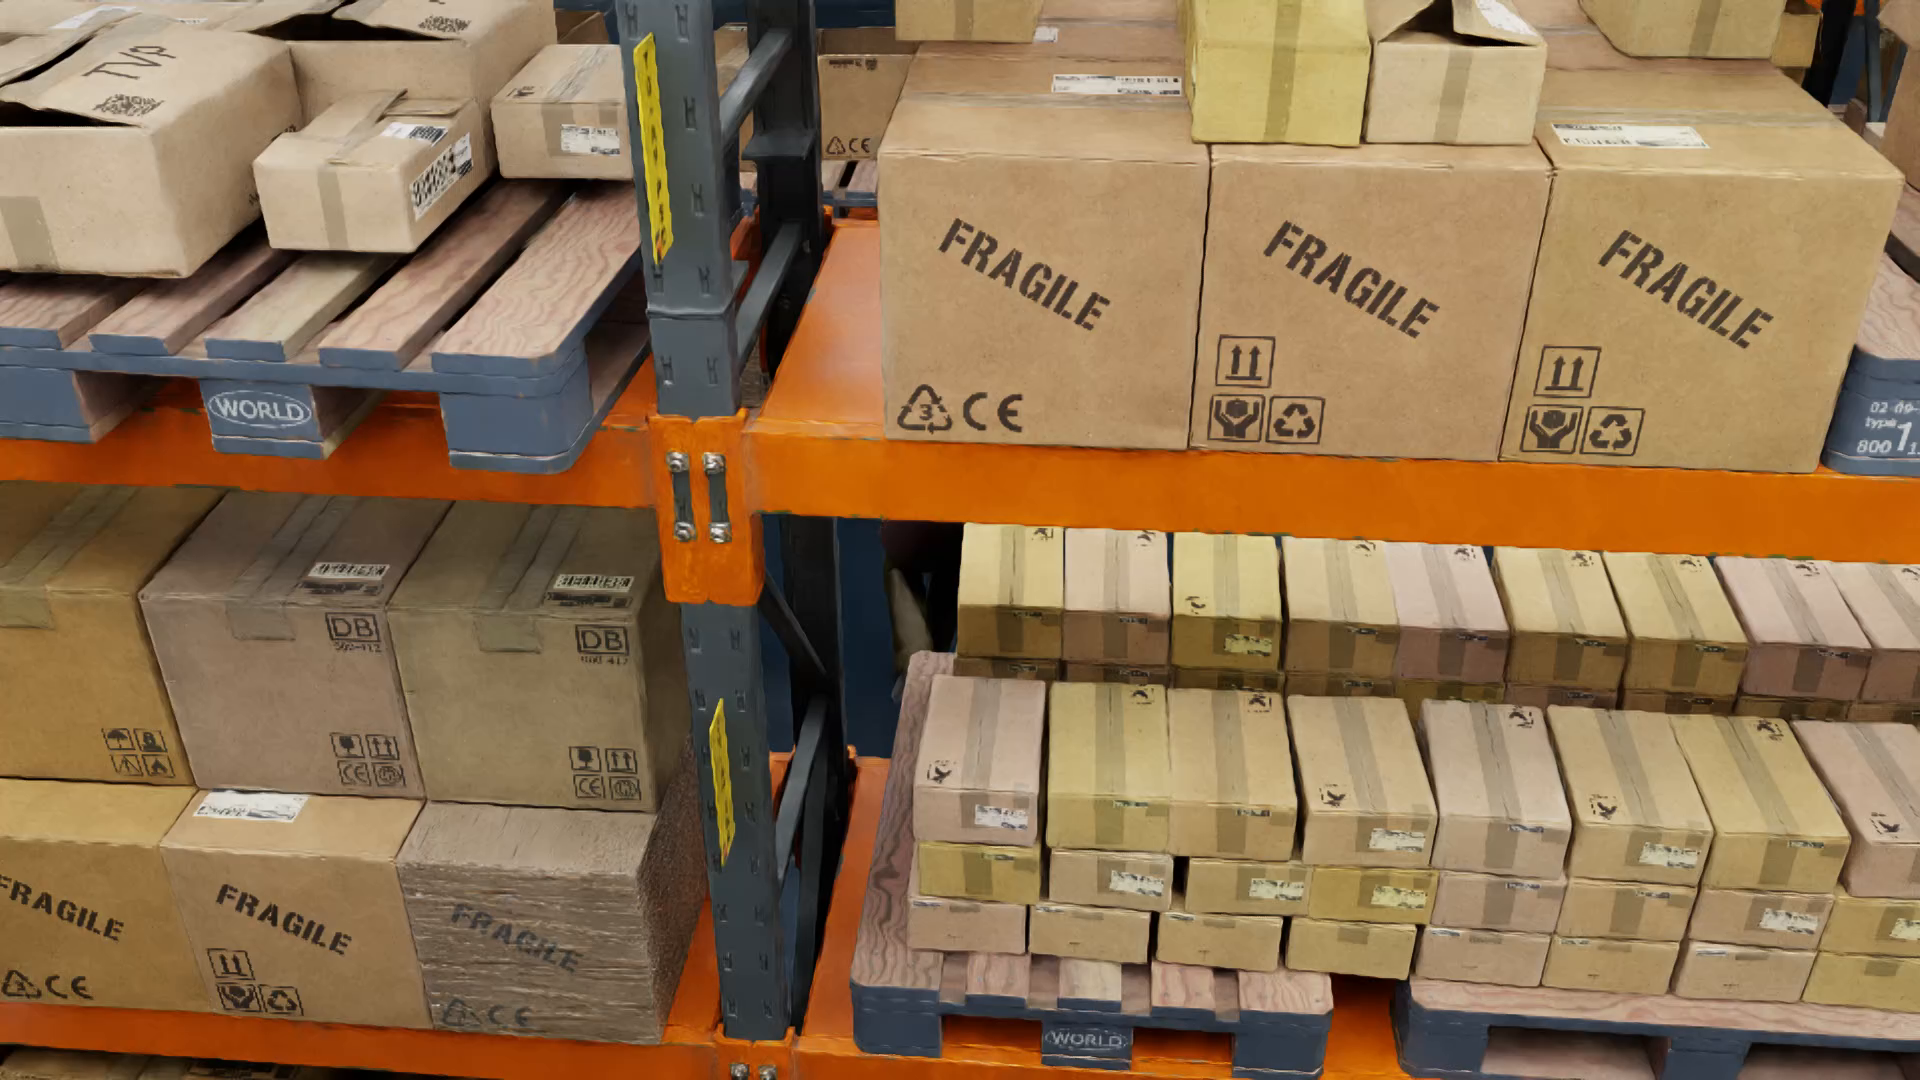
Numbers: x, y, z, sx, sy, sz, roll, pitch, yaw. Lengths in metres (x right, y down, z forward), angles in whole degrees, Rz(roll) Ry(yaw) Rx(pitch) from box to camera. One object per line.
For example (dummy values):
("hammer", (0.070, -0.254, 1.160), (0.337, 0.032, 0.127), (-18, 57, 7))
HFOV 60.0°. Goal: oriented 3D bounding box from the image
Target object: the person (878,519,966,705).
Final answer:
("person", (-0.002, -0.123, 6.392), (0.632, 1.734, 0.713), (-3, 32, -5))
